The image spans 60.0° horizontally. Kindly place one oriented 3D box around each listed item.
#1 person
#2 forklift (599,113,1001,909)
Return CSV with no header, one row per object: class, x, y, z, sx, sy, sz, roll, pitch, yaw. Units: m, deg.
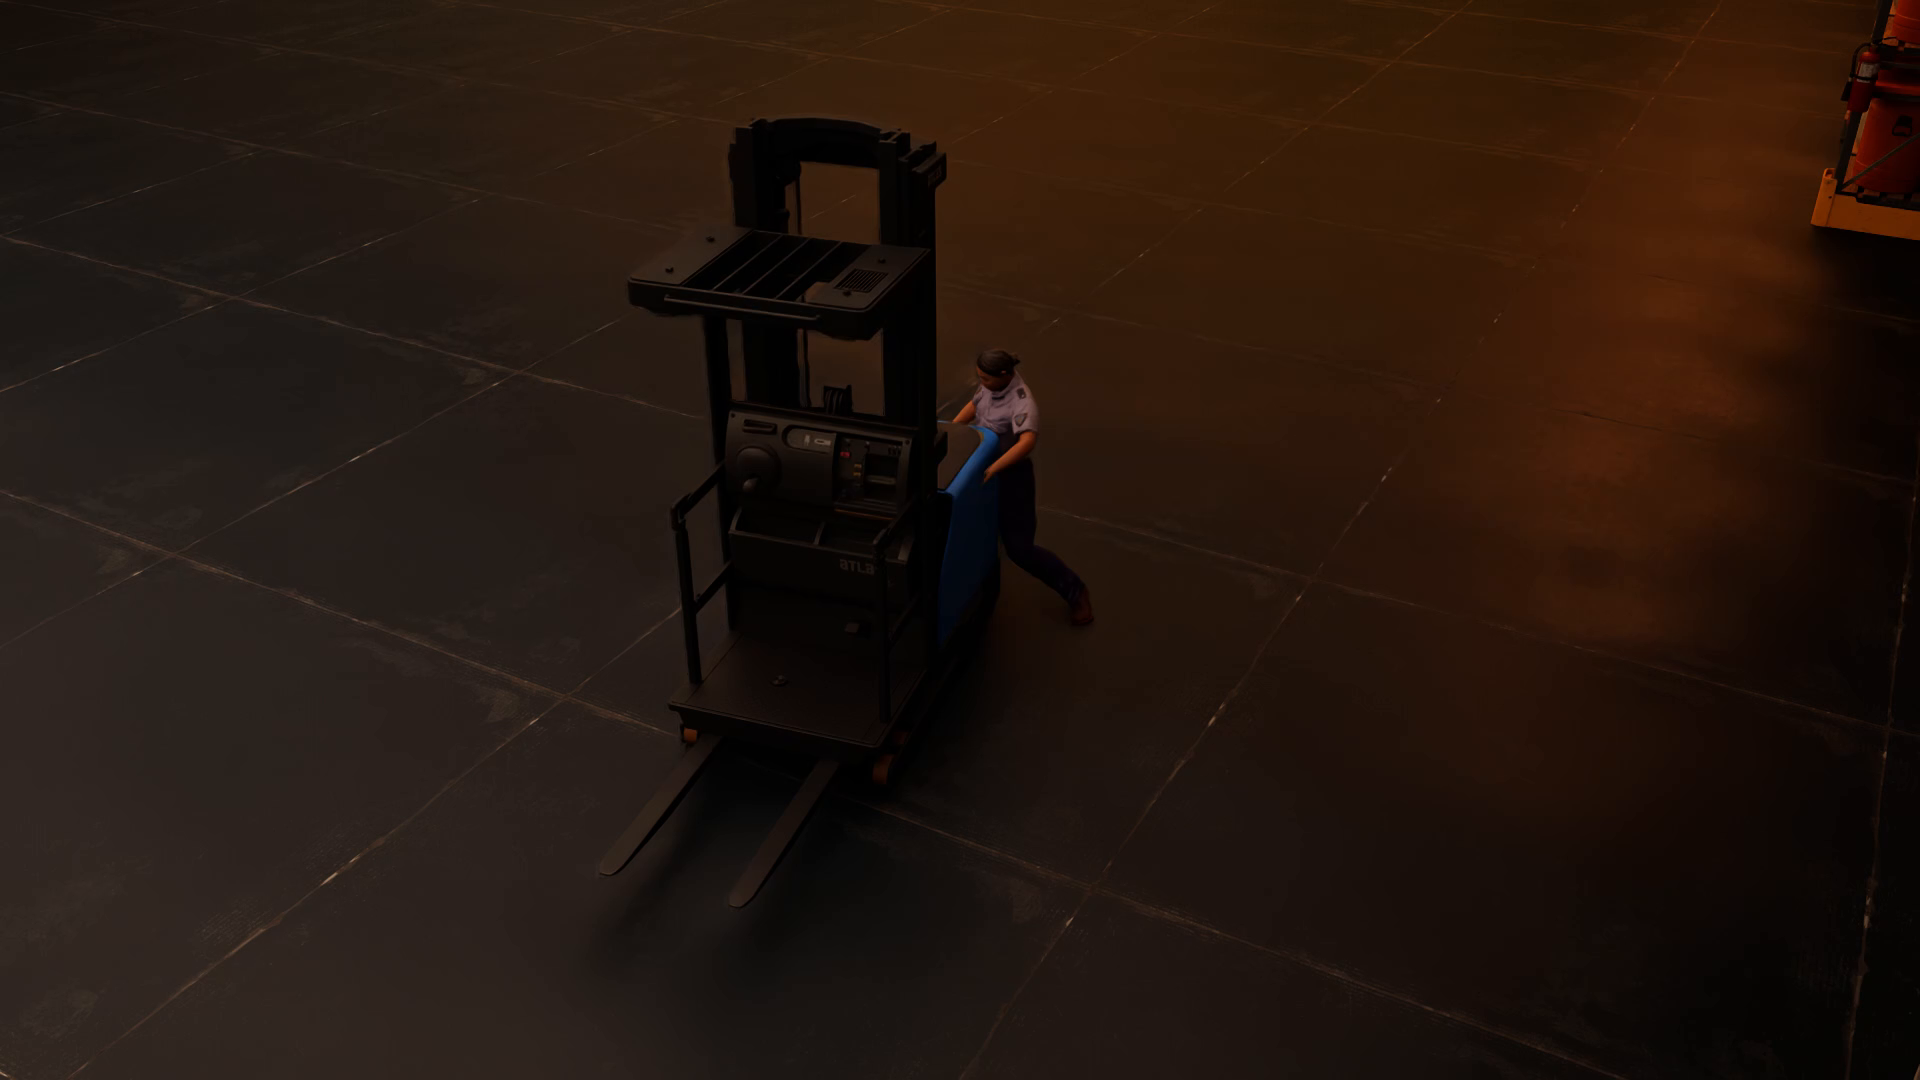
person,0.148,-0.355,9.167,0.882,1.463,1.234,-13,32,-21
forklift,-0.734,-0.317,7.620,1.130,2.935,3.031,10,31,16
